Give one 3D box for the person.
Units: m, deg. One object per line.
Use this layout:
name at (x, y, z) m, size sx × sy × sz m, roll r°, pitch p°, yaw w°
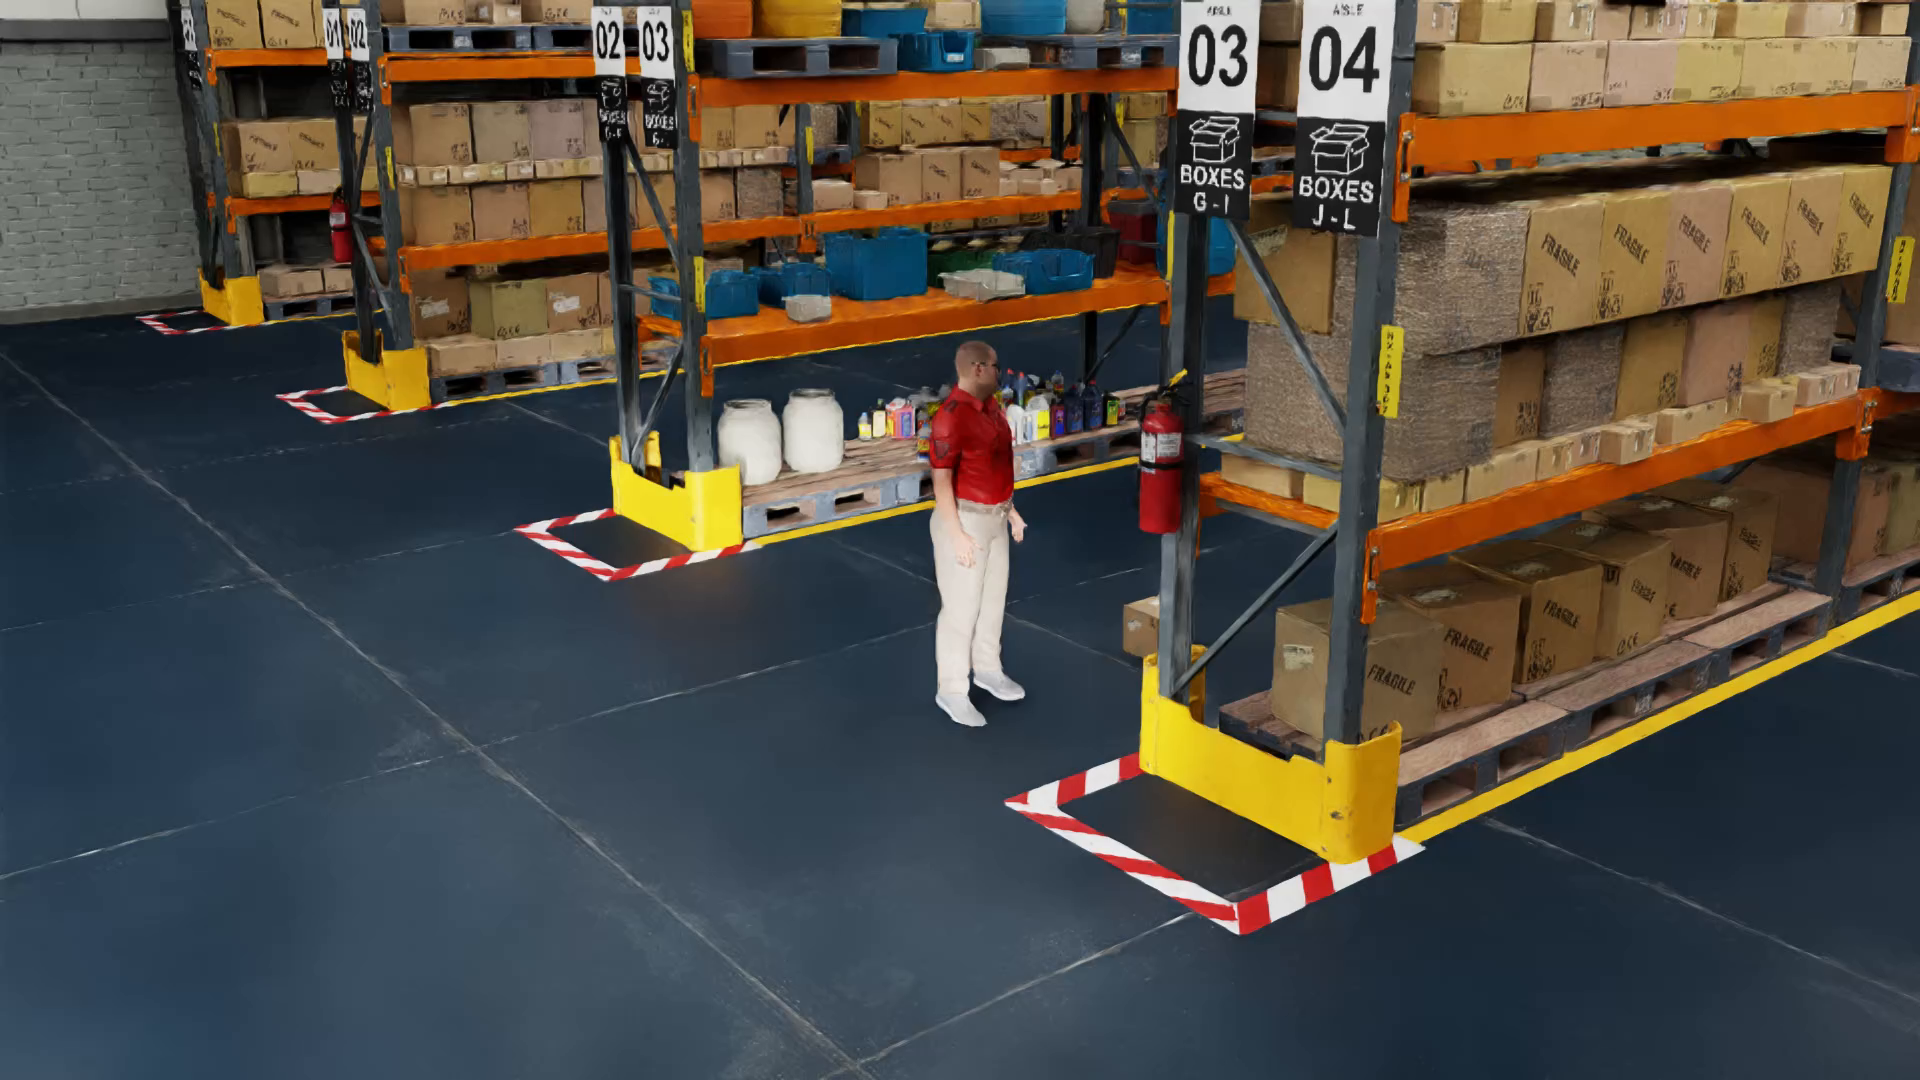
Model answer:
person at (0.093, -0.042, 7.739) m, size 0.418 × 1.784 × 0.582 m, roll 9°, pitch 19°, yaw 25°
